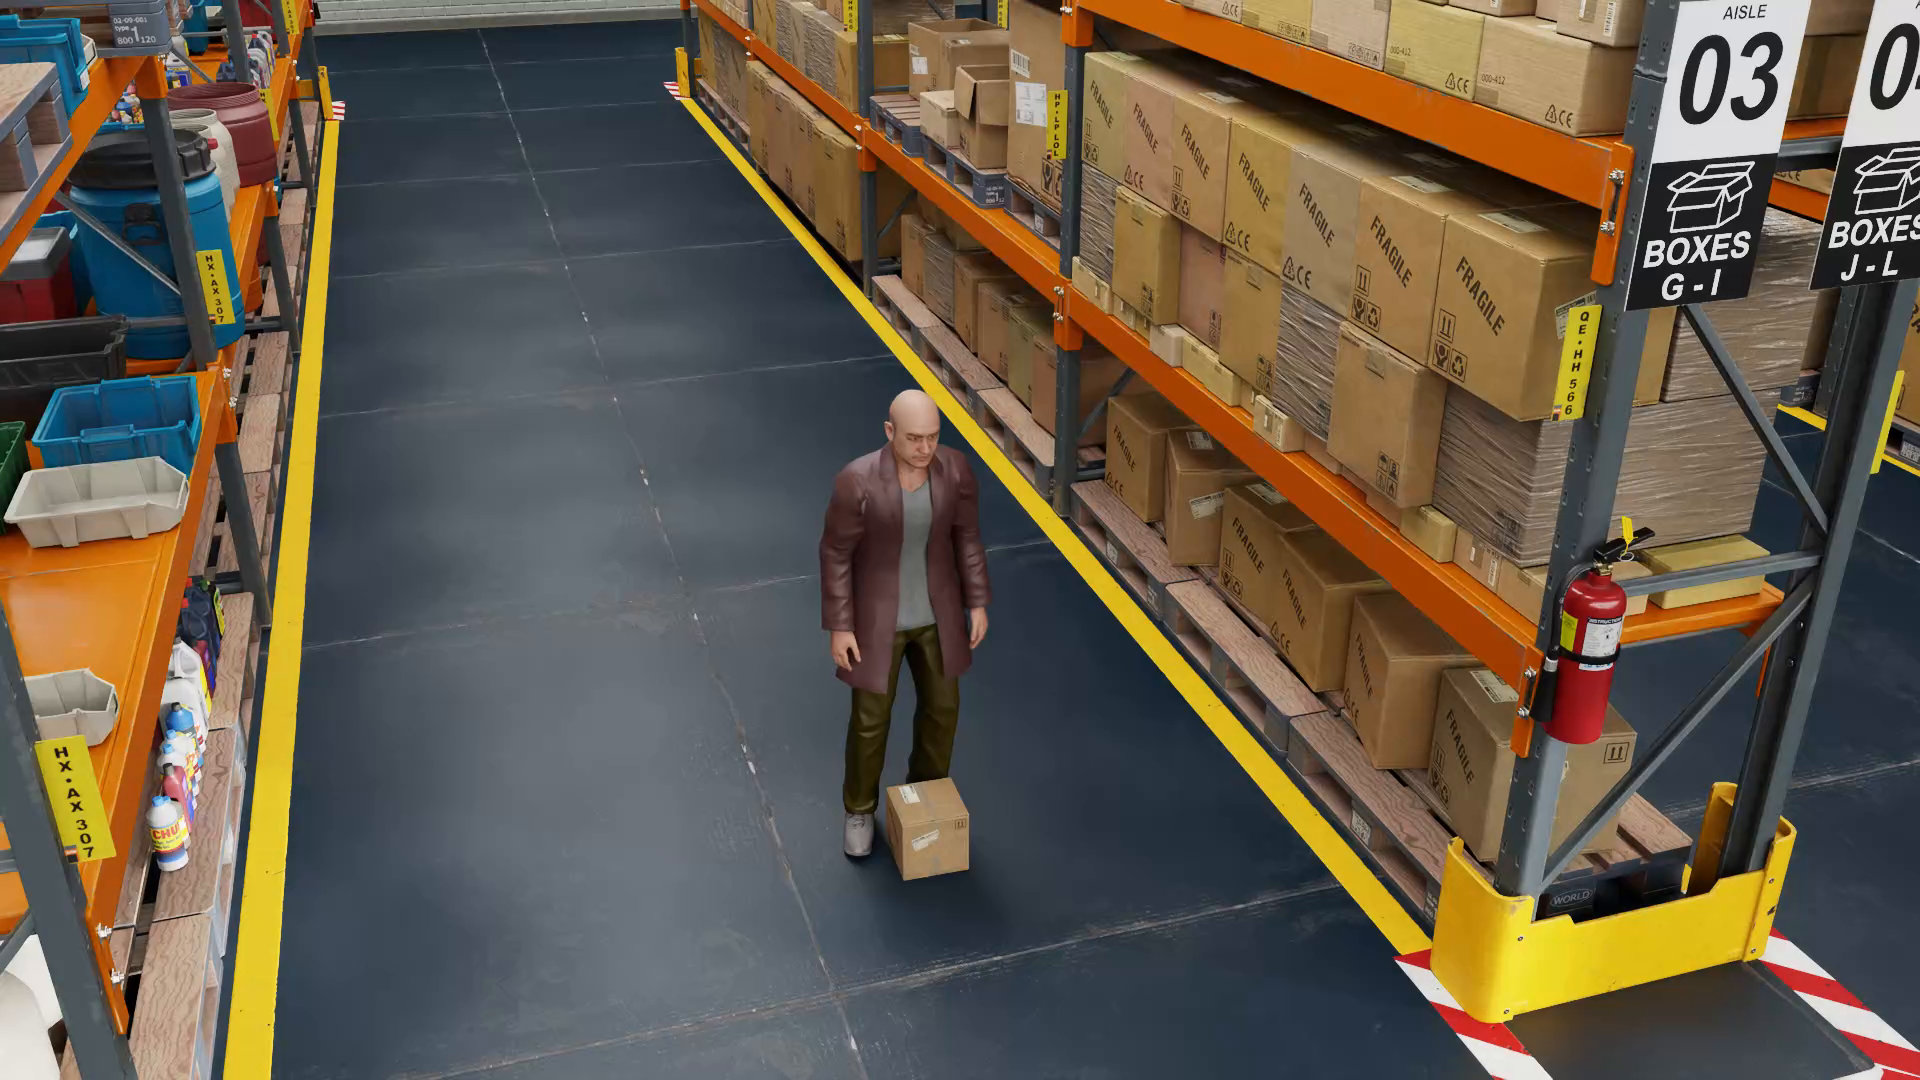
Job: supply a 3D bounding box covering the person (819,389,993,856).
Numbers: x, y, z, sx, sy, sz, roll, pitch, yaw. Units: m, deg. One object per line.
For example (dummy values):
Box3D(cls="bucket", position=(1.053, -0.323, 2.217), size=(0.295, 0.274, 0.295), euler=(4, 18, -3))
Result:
Box3D(cls="person", position=(-0.190, 0.281, 6.053), size=(0.654, 1.774, 0.421), euler=(-10, 28, -19))
